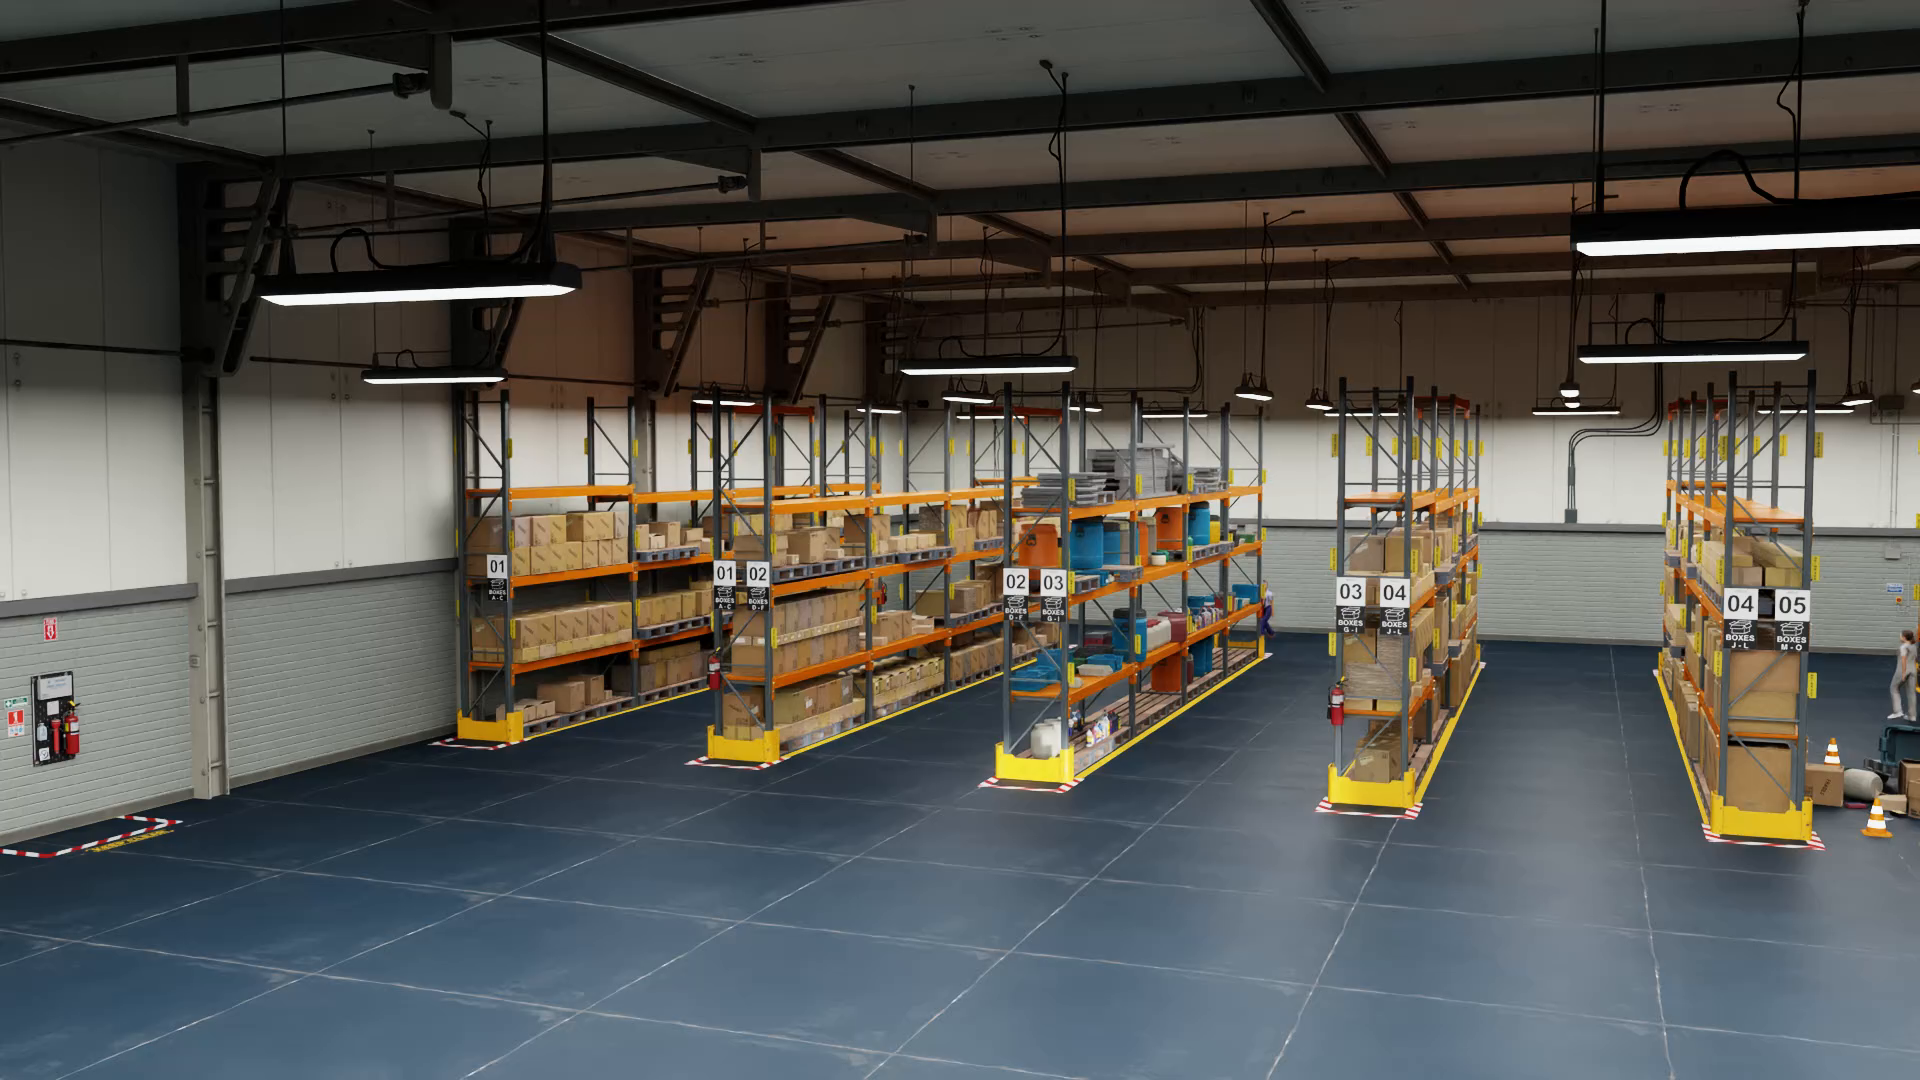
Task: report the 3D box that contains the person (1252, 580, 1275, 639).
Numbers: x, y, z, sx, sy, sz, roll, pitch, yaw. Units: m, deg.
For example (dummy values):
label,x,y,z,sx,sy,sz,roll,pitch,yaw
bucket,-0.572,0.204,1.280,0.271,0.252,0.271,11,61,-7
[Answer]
label,x,y,z,sx,sy,sz,roll,pitch,yaw
person,7.861,1.837,42.844,1.041,1.576,0.497,-3,4,-39

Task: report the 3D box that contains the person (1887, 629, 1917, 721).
label,x,y,z,sx,sy,sz,roll,pitch,yaw
person,17.430,2.500,30.566,0.452,1.692,0.548,0,3,-2
